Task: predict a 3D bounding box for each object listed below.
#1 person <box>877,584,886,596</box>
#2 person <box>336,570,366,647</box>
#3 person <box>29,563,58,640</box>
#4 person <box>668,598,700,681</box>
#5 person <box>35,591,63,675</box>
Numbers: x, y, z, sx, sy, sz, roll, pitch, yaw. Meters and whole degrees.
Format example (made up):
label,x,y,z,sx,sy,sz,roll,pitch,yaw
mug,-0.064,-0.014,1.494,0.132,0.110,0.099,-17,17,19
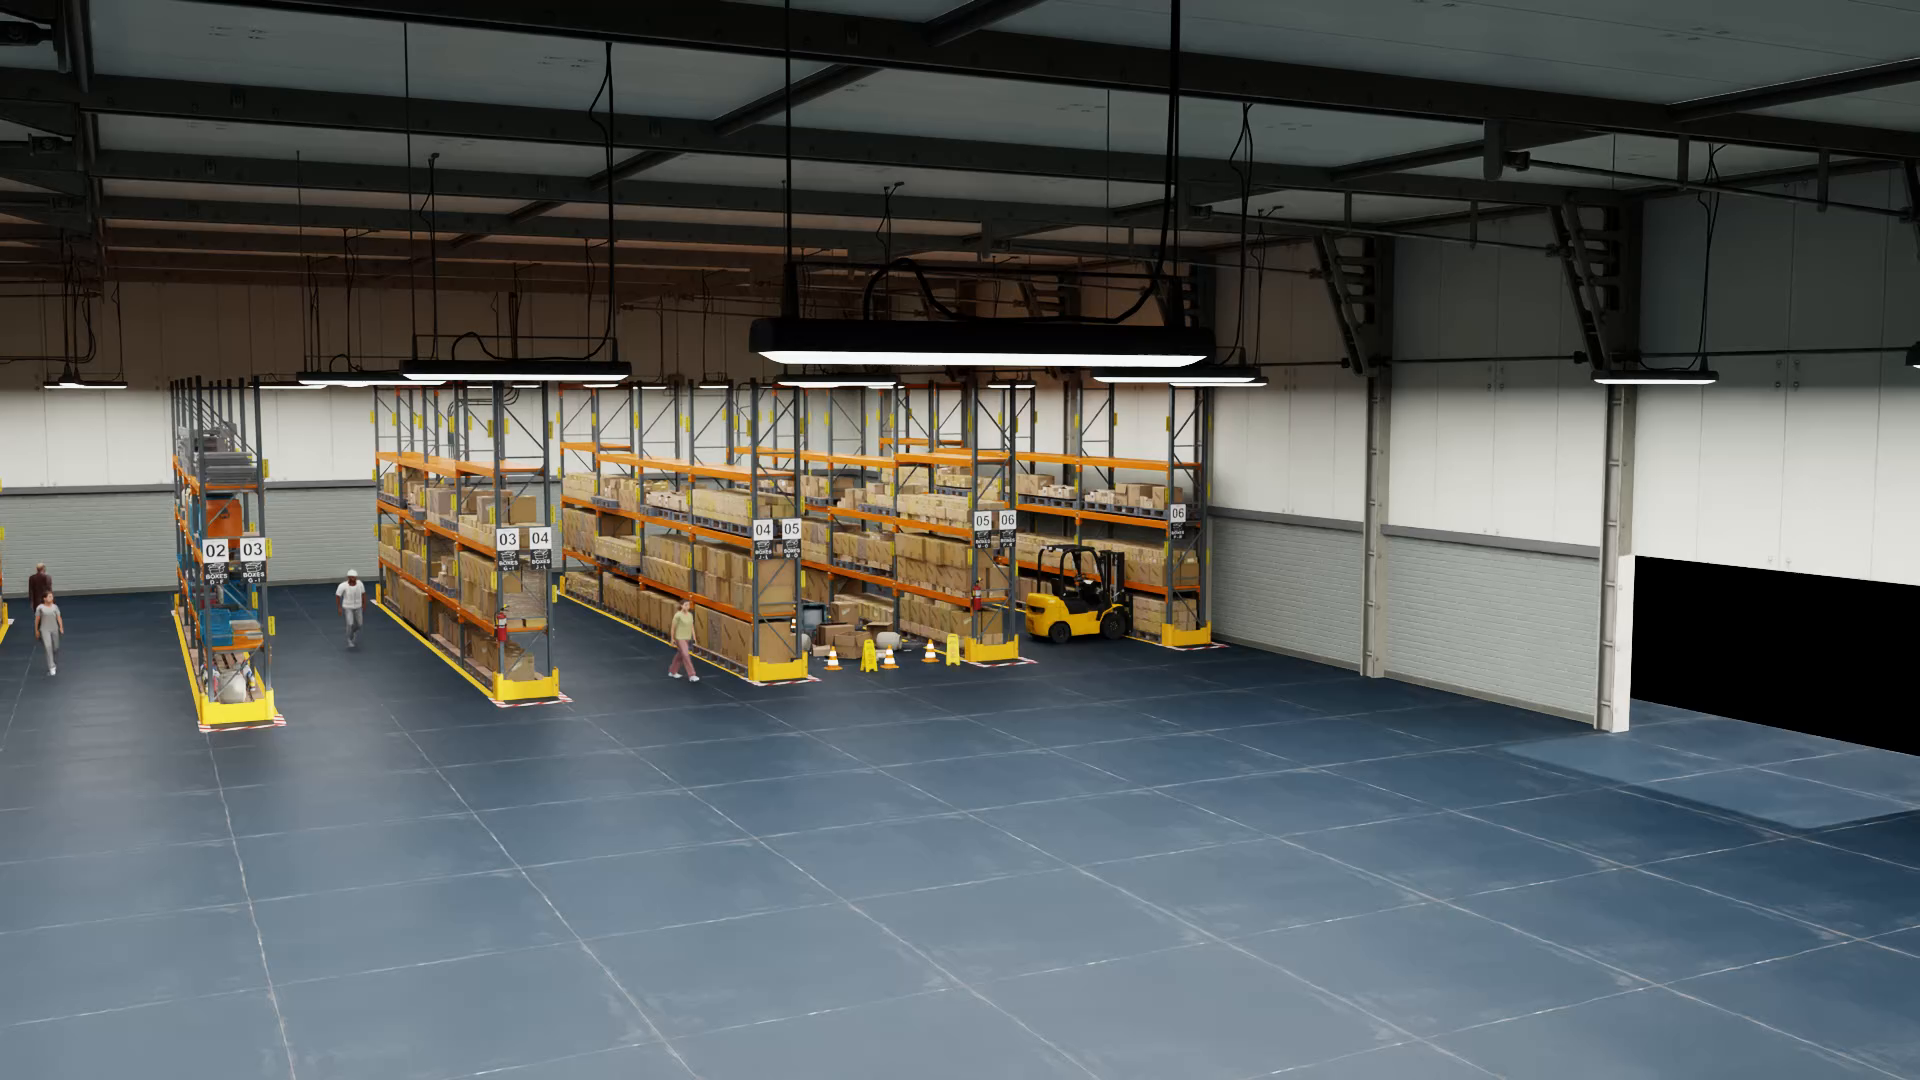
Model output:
label,x,y,z,sx,sy,sz,roll,pitch,yaw
person,-2.105,0.711,45.311,0.533,1.595,0.707,-3,6,-26
person,-13.755,1.524,37.544,0.659,1.743,0.617,-5,7,-42
person,-21.187,1.419,38.417,0.624,1.770,0.571,-1,5,-16
person,-5.432,1.960,32.937,1.010,1.614,0.478,3,6,31
person,-18.561,1.885,33.993,0.762,1.663,0.468,4,7,39
